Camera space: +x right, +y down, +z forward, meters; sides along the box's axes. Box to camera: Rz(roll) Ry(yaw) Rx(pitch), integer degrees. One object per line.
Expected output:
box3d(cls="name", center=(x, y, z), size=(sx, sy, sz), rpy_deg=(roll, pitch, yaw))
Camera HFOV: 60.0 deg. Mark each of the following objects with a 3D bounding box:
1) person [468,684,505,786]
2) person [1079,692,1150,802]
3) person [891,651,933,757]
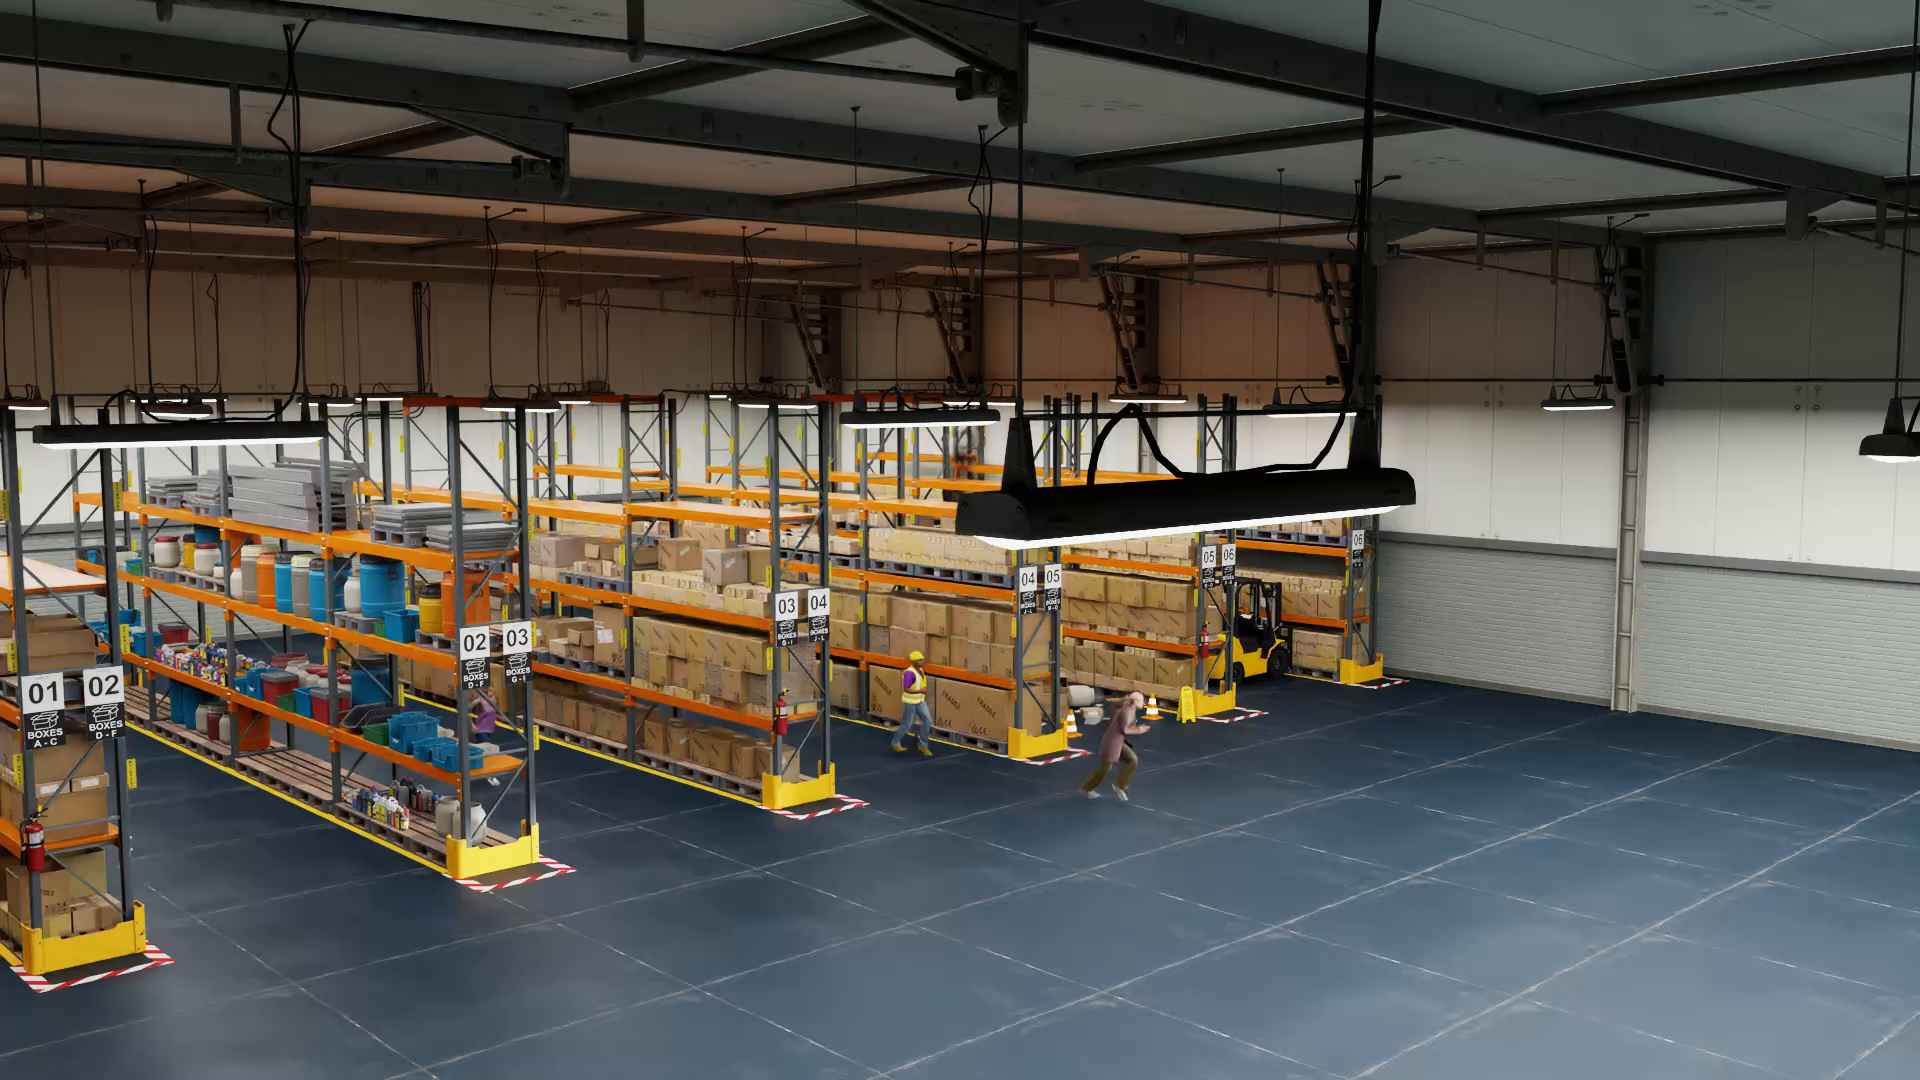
box3d(cls="person", center=(-7.463, 3.035, 26.032), size=(0.826, 1.637, 0.476), rpy_deg=(2, 6, 19))
box3d(cls="person", center=(2.320, 3.193, 24.984), size=(1.060, 1.554, 0.748), rpy_deg=(1, 6, 9))
box3d(cls="person", center=(-0.783, 2.759, 27.942), size=(0.826, 1.813, 0.628), rpy_deg=(4, 7, 33))
